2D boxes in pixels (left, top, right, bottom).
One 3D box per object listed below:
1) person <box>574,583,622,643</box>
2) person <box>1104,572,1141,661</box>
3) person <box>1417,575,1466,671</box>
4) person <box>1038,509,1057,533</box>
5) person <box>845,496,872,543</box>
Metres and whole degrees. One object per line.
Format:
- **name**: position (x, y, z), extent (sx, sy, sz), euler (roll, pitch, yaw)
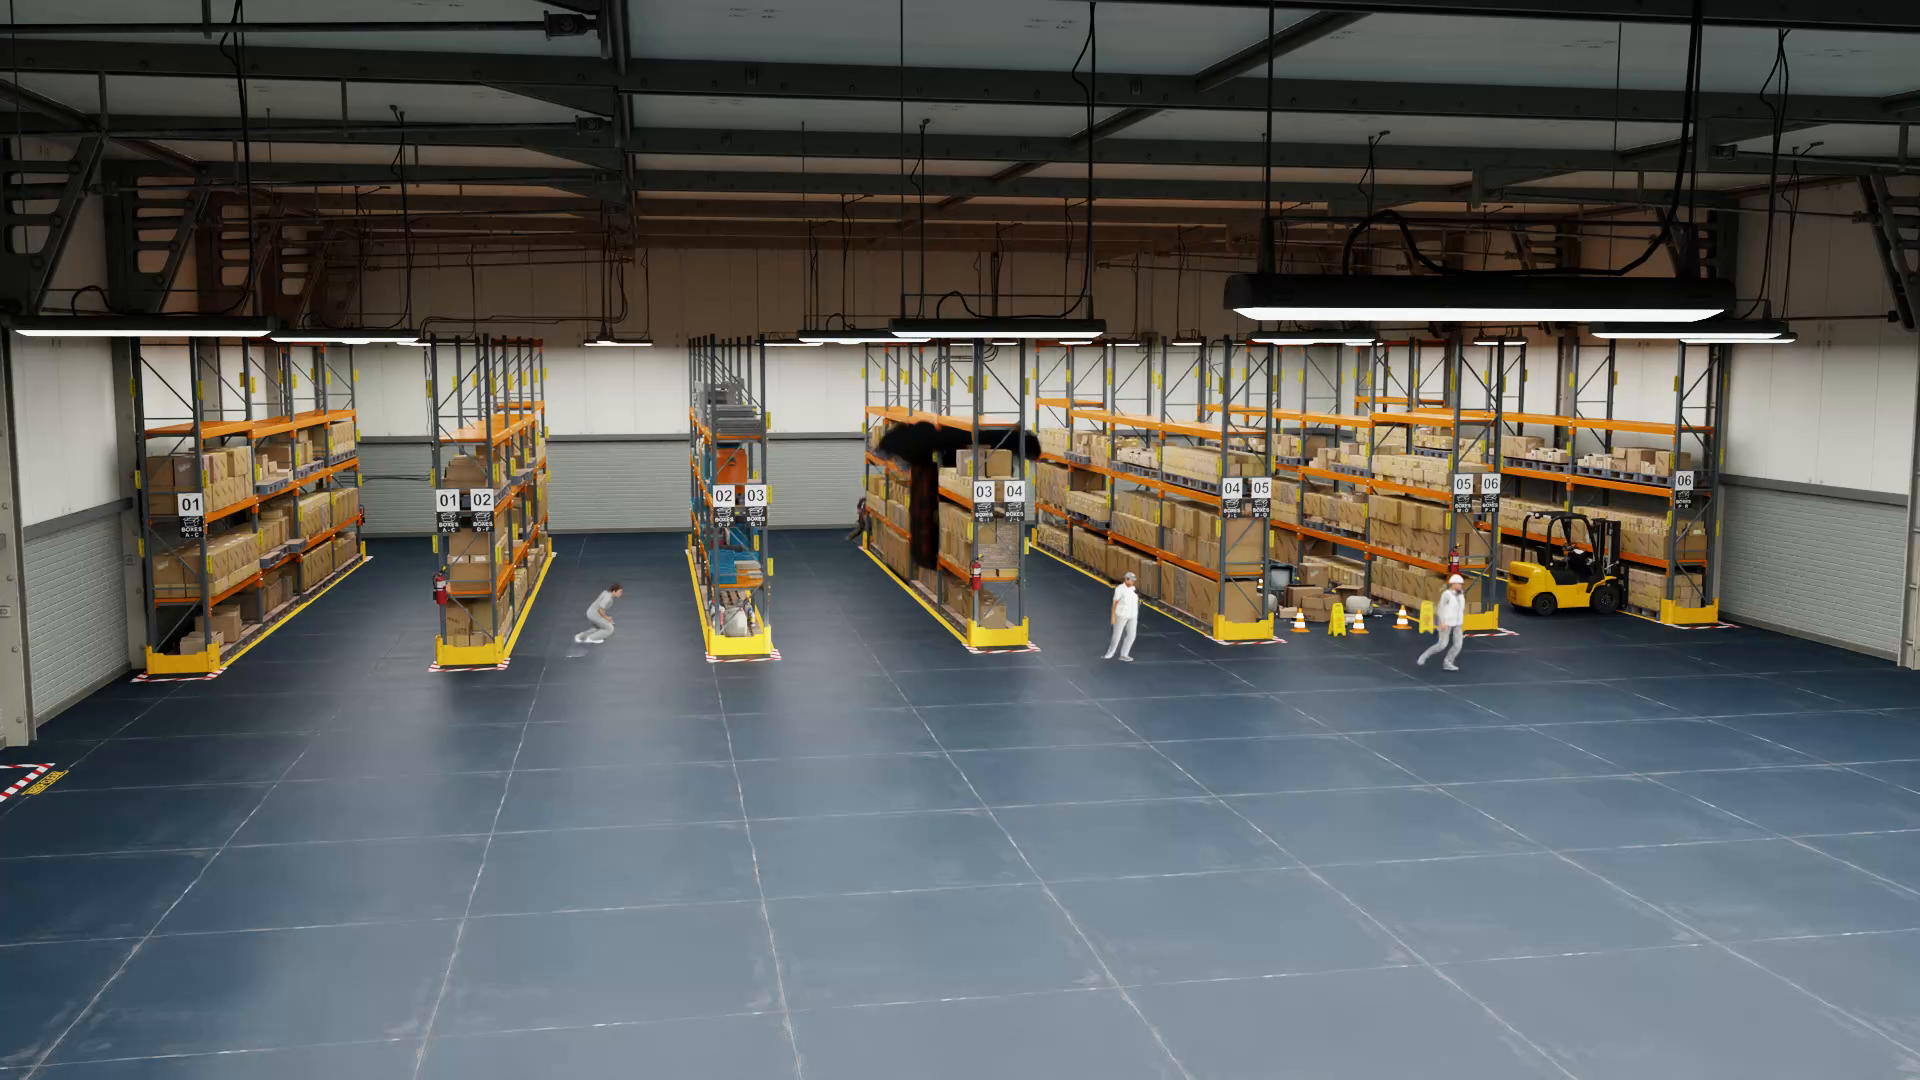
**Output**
- **person**: position (-6.710, 1.361, 30.836), extent (0.908, 1.158, 0.641), euler (-1, 7, -10)
- **person**: position (2.974, 1.408, 30.617), extent (0.615, 1.645, 0.506), euler (-4, 8, -30)
- **person**: position (8.639, 1.467, 29.693), extent (0.807, 1.712, 0.584), euler (-3, 7, -26)
- **person**: position (2.611, -0.970, 50.785), extent (0.669, 1.712, 0.947), euler (5, 8, 38)
- **person**: position (-2.786, -0.665, 48.775), extent (1.162, 1.632, 0.703), euler (1, 7, 6)
